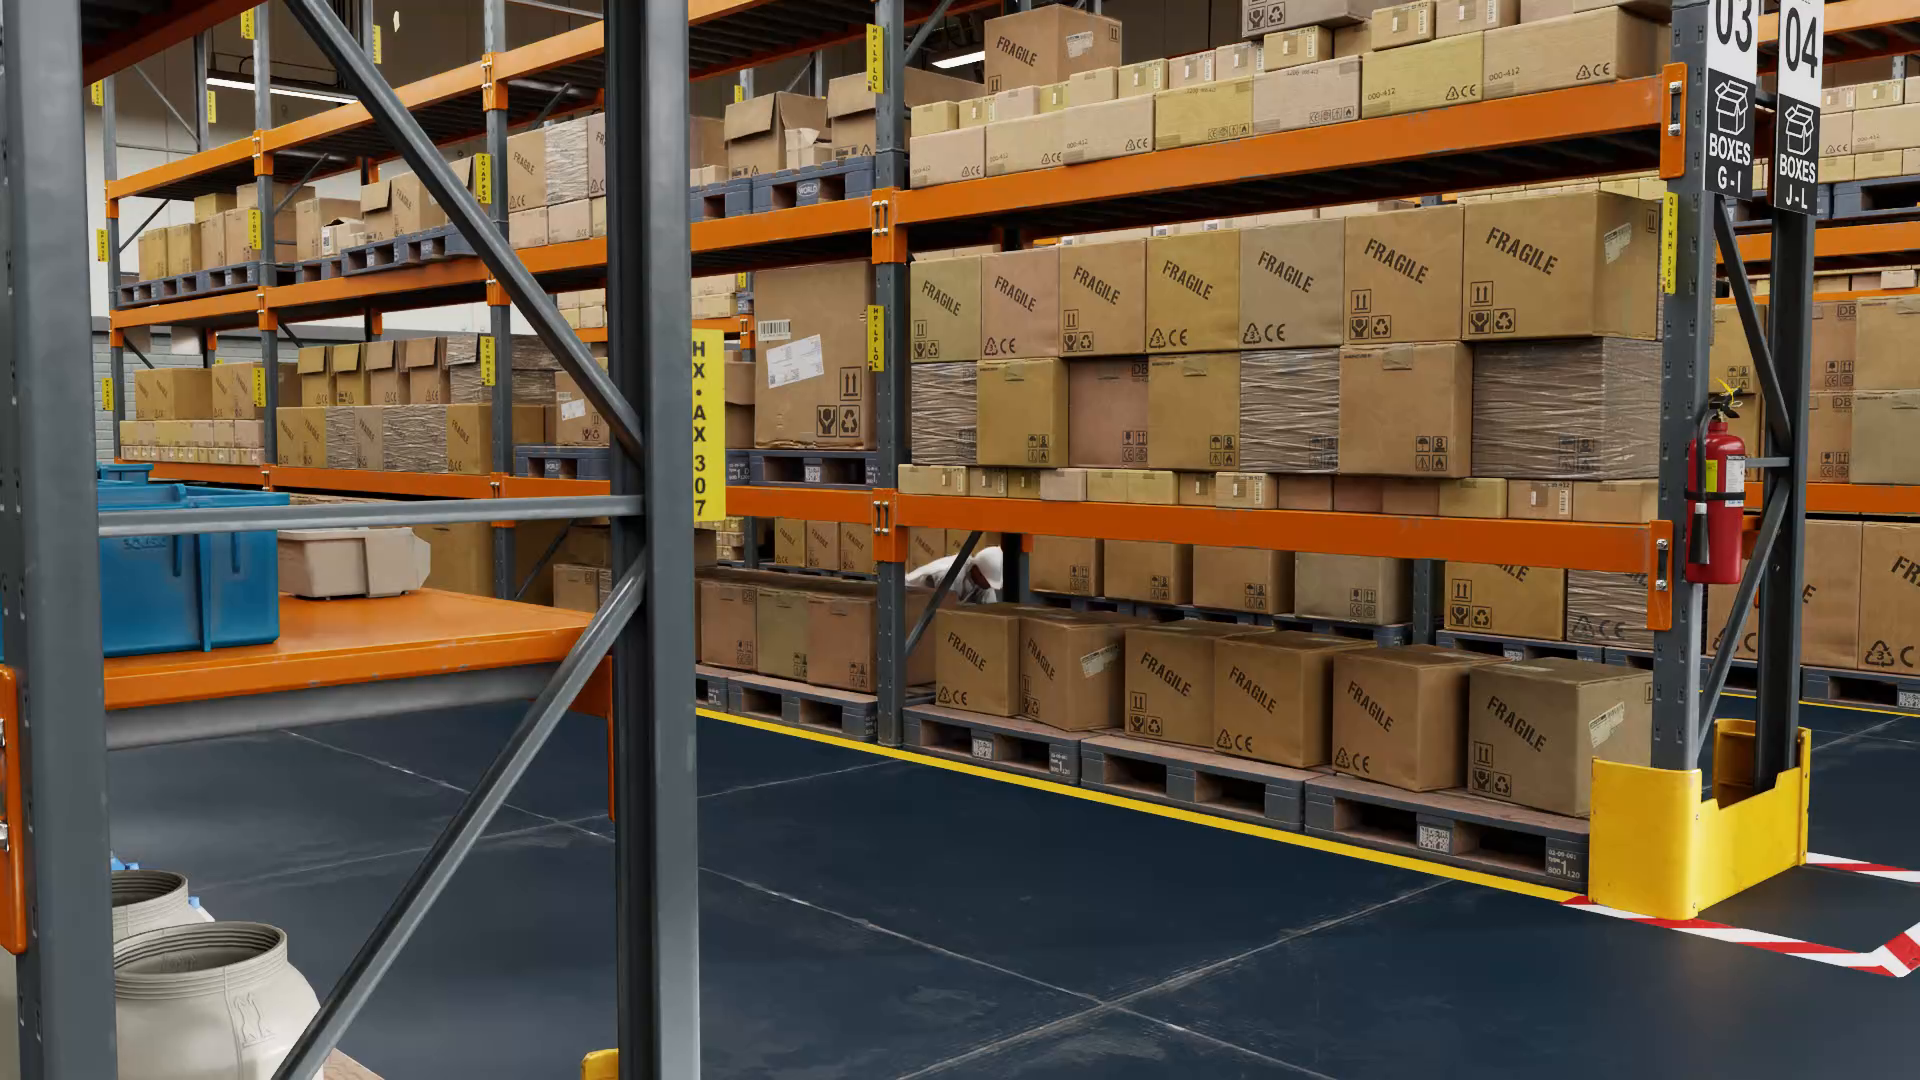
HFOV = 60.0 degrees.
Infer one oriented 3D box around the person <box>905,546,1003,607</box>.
[{"bbox_3d":[-0.061,0.465,10.890,0.531,0.879,0.919,-4,5,-44],"label":"person"}]
